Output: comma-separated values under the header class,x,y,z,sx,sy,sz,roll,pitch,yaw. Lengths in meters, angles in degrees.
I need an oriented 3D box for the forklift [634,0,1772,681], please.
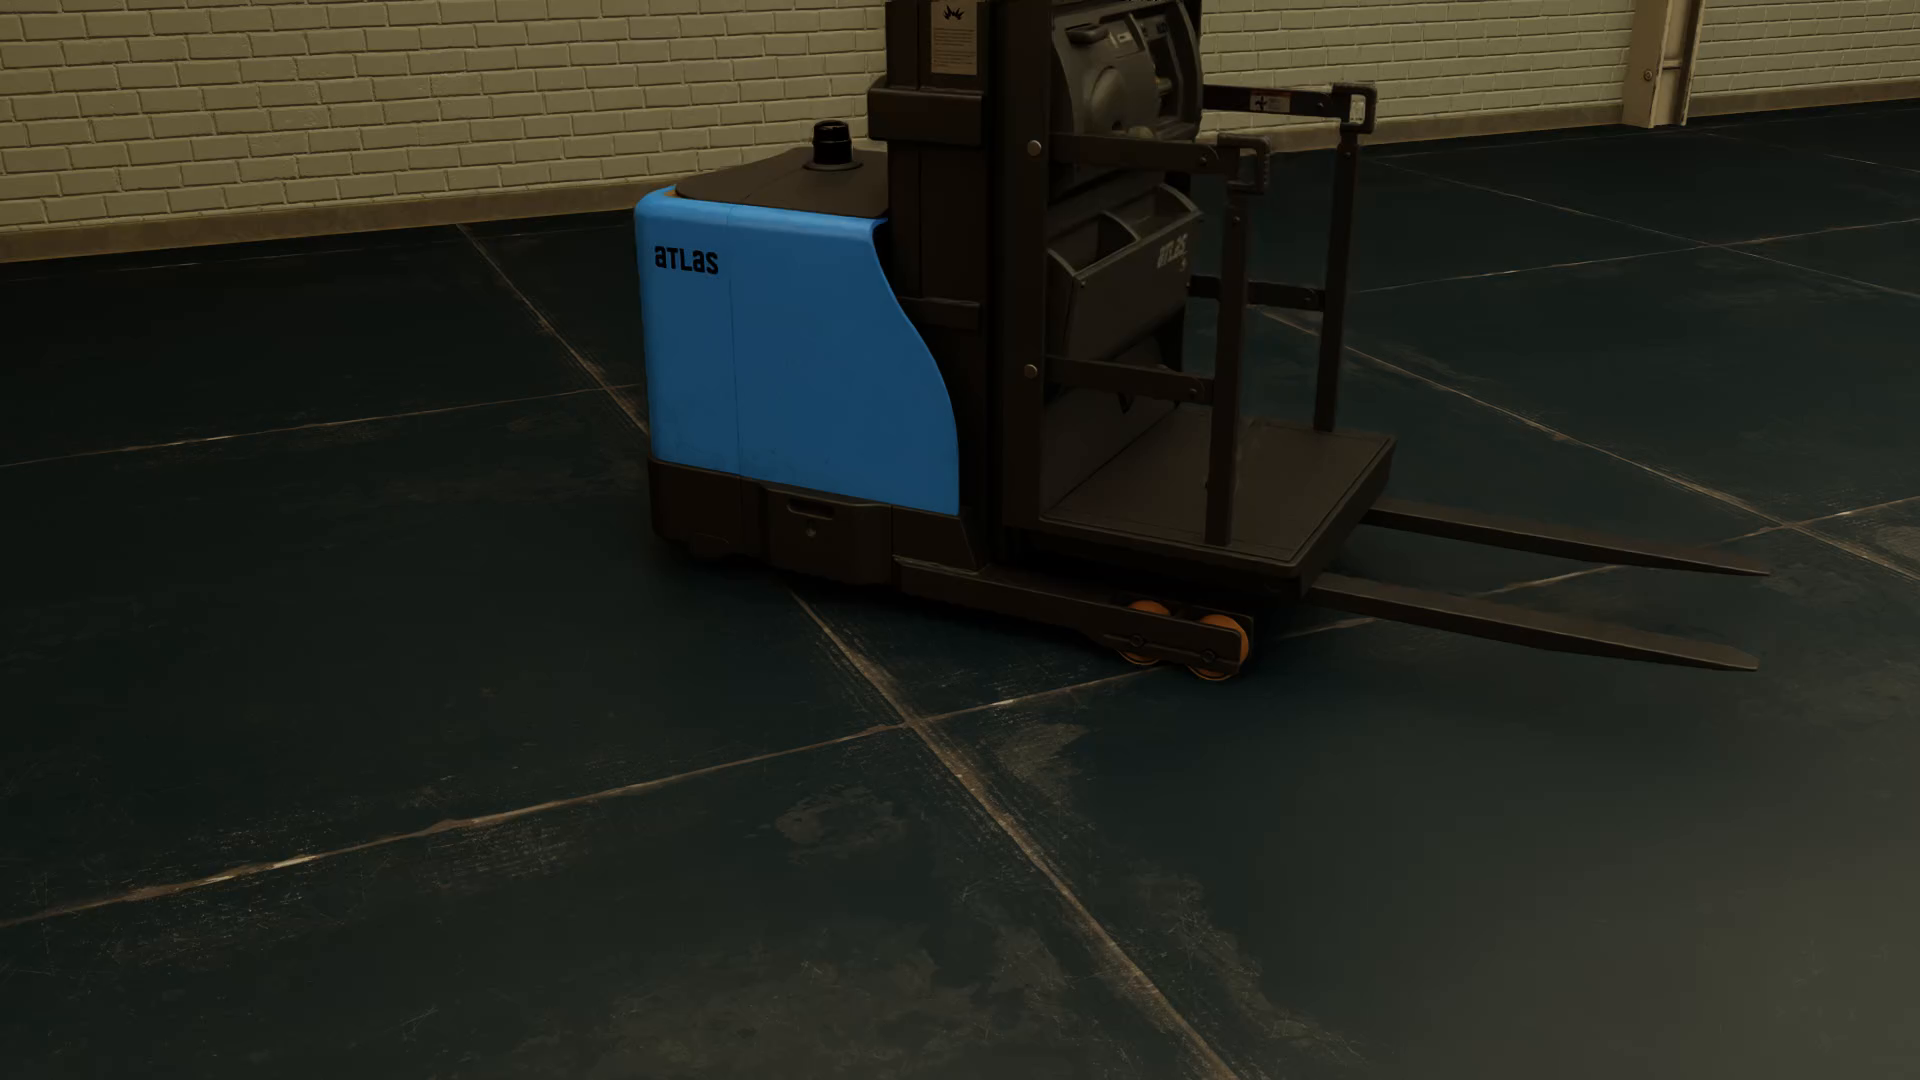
class,x,y,z,sx,sy,sz,roll,pitch,yaw
forklift,0.627,-1.226,4.238,3.031,2.935,1.130,11,25,25
